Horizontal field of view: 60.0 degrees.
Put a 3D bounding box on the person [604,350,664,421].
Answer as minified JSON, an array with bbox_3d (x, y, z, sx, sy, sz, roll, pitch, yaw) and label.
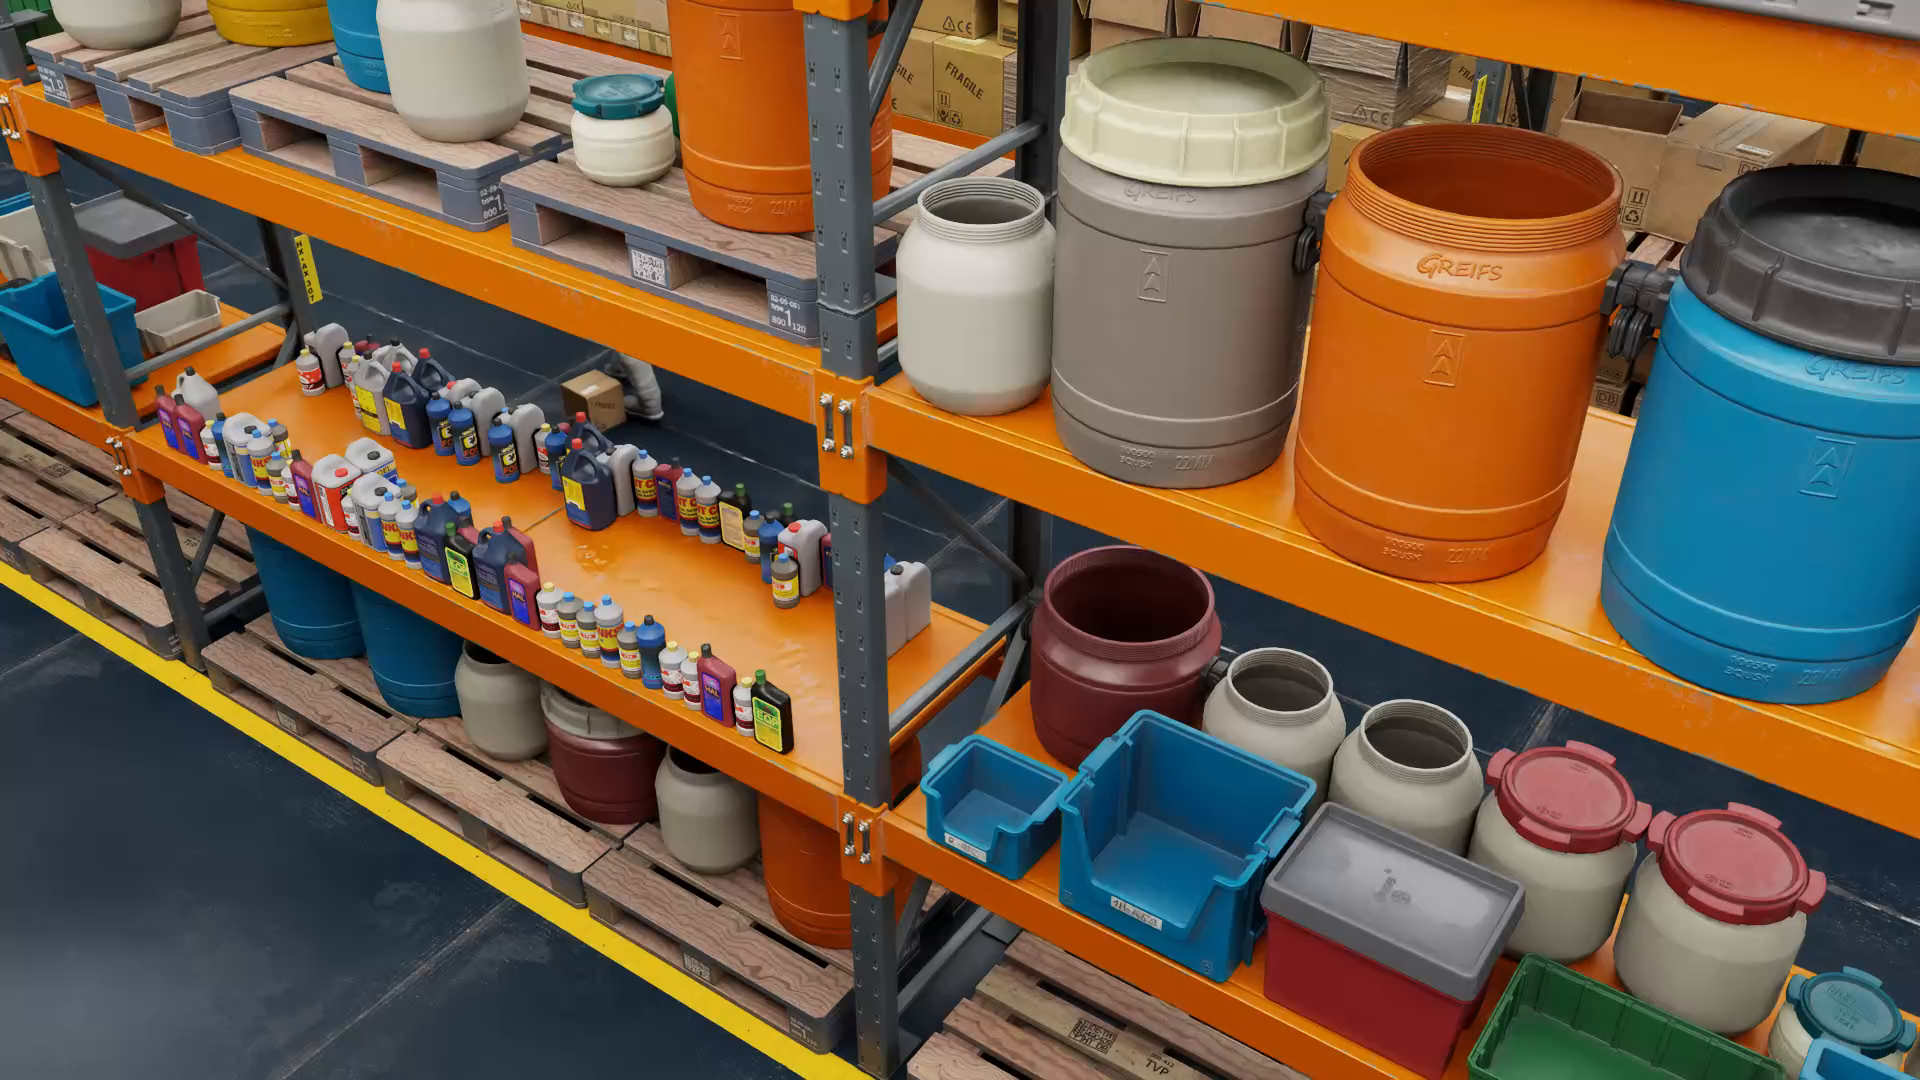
[{"bbox_3d":[-1.973,-1.577,9.443,0.607,1.781,0.857,-28,43,-34],"label":"person"}]
